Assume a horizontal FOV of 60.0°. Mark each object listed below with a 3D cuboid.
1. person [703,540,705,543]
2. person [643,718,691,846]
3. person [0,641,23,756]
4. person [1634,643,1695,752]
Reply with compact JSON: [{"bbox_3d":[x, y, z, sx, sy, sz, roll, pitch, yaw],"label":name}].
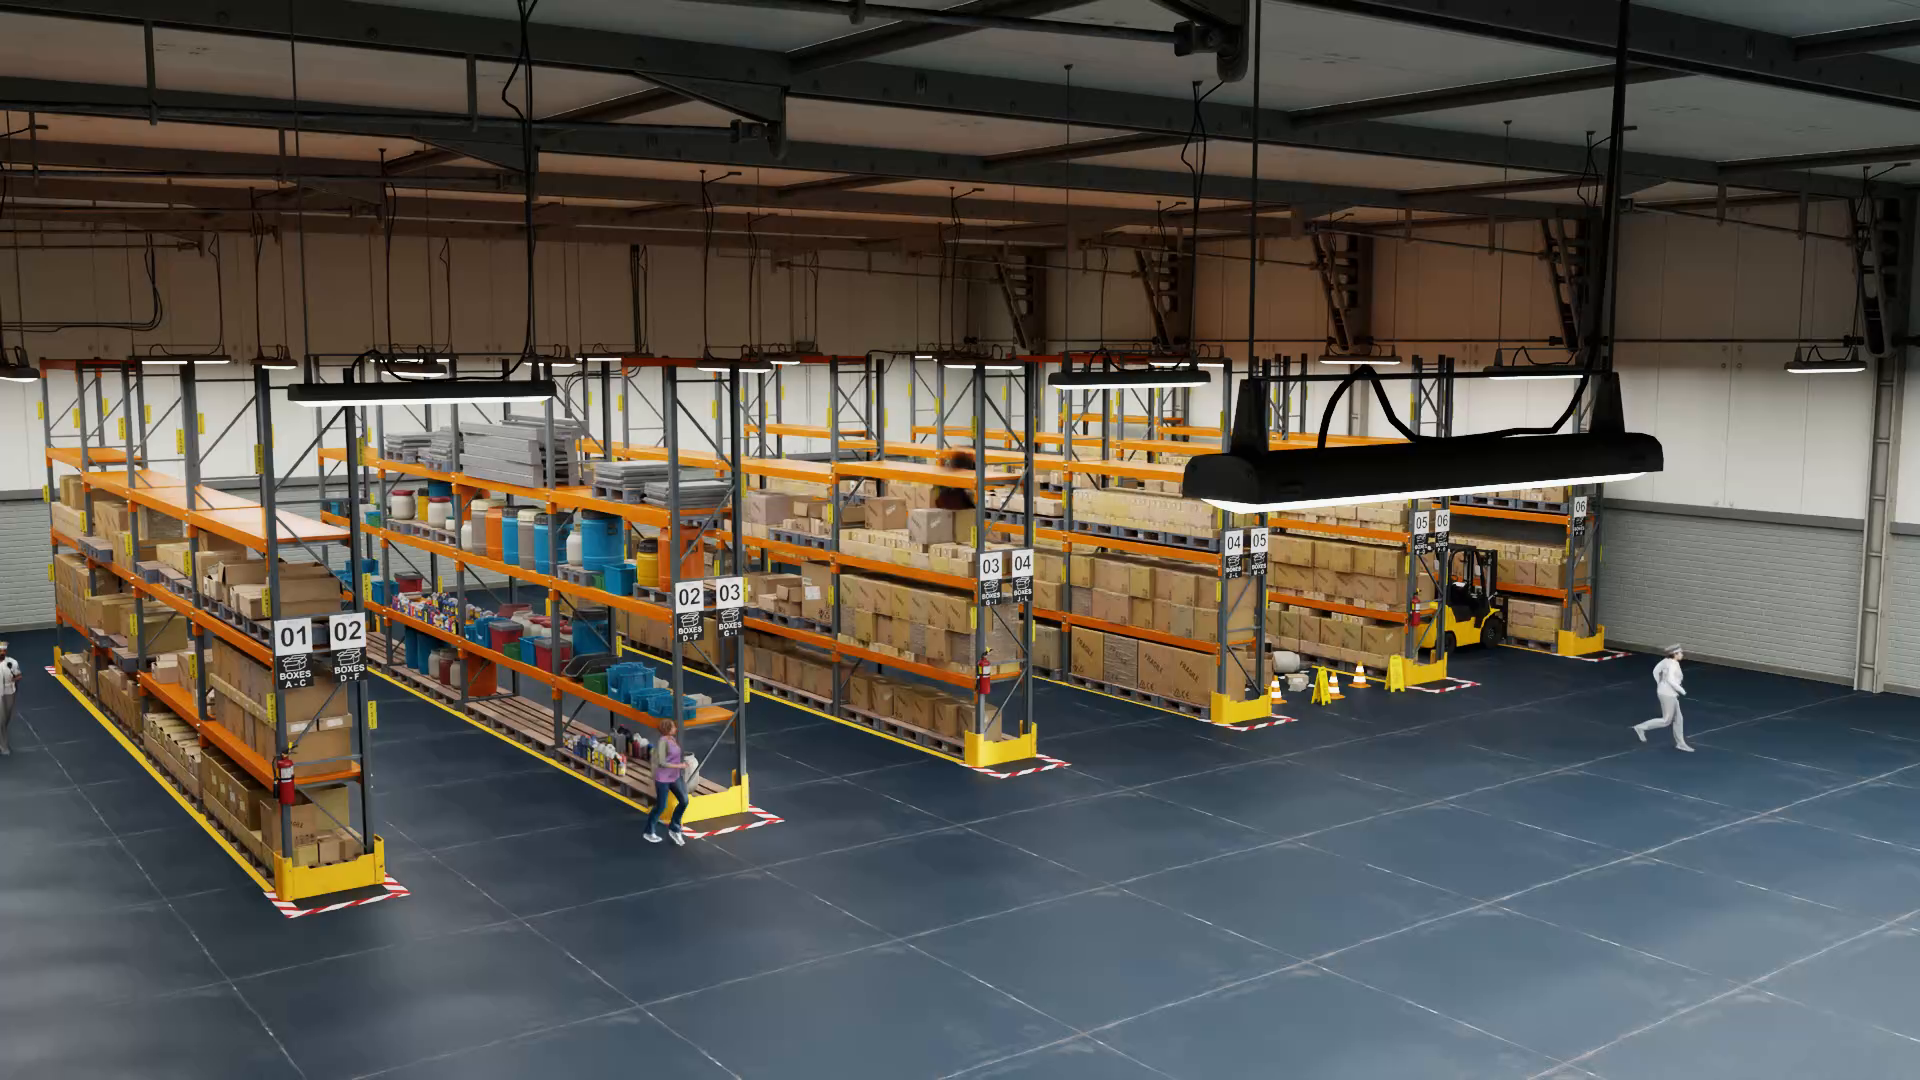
[{"bbox_3d":[-6.292,0.783,39.859,0.670,1.546,0.501,0,7,0],"label":"person"},{"bbox_3d":[-3.658,3.041,20.898,0.659,1.634,0.550,2,7,17],"label":"person"},{"bbox_3d":[-14.792,2.417,25.685,0.776,1.756,0.563,6,9,42],"label":"person"},{"bbox_3d":[10.918,2.429,25.726,0.904,1.682,0.640,1,7,10],"label":"person"}]
